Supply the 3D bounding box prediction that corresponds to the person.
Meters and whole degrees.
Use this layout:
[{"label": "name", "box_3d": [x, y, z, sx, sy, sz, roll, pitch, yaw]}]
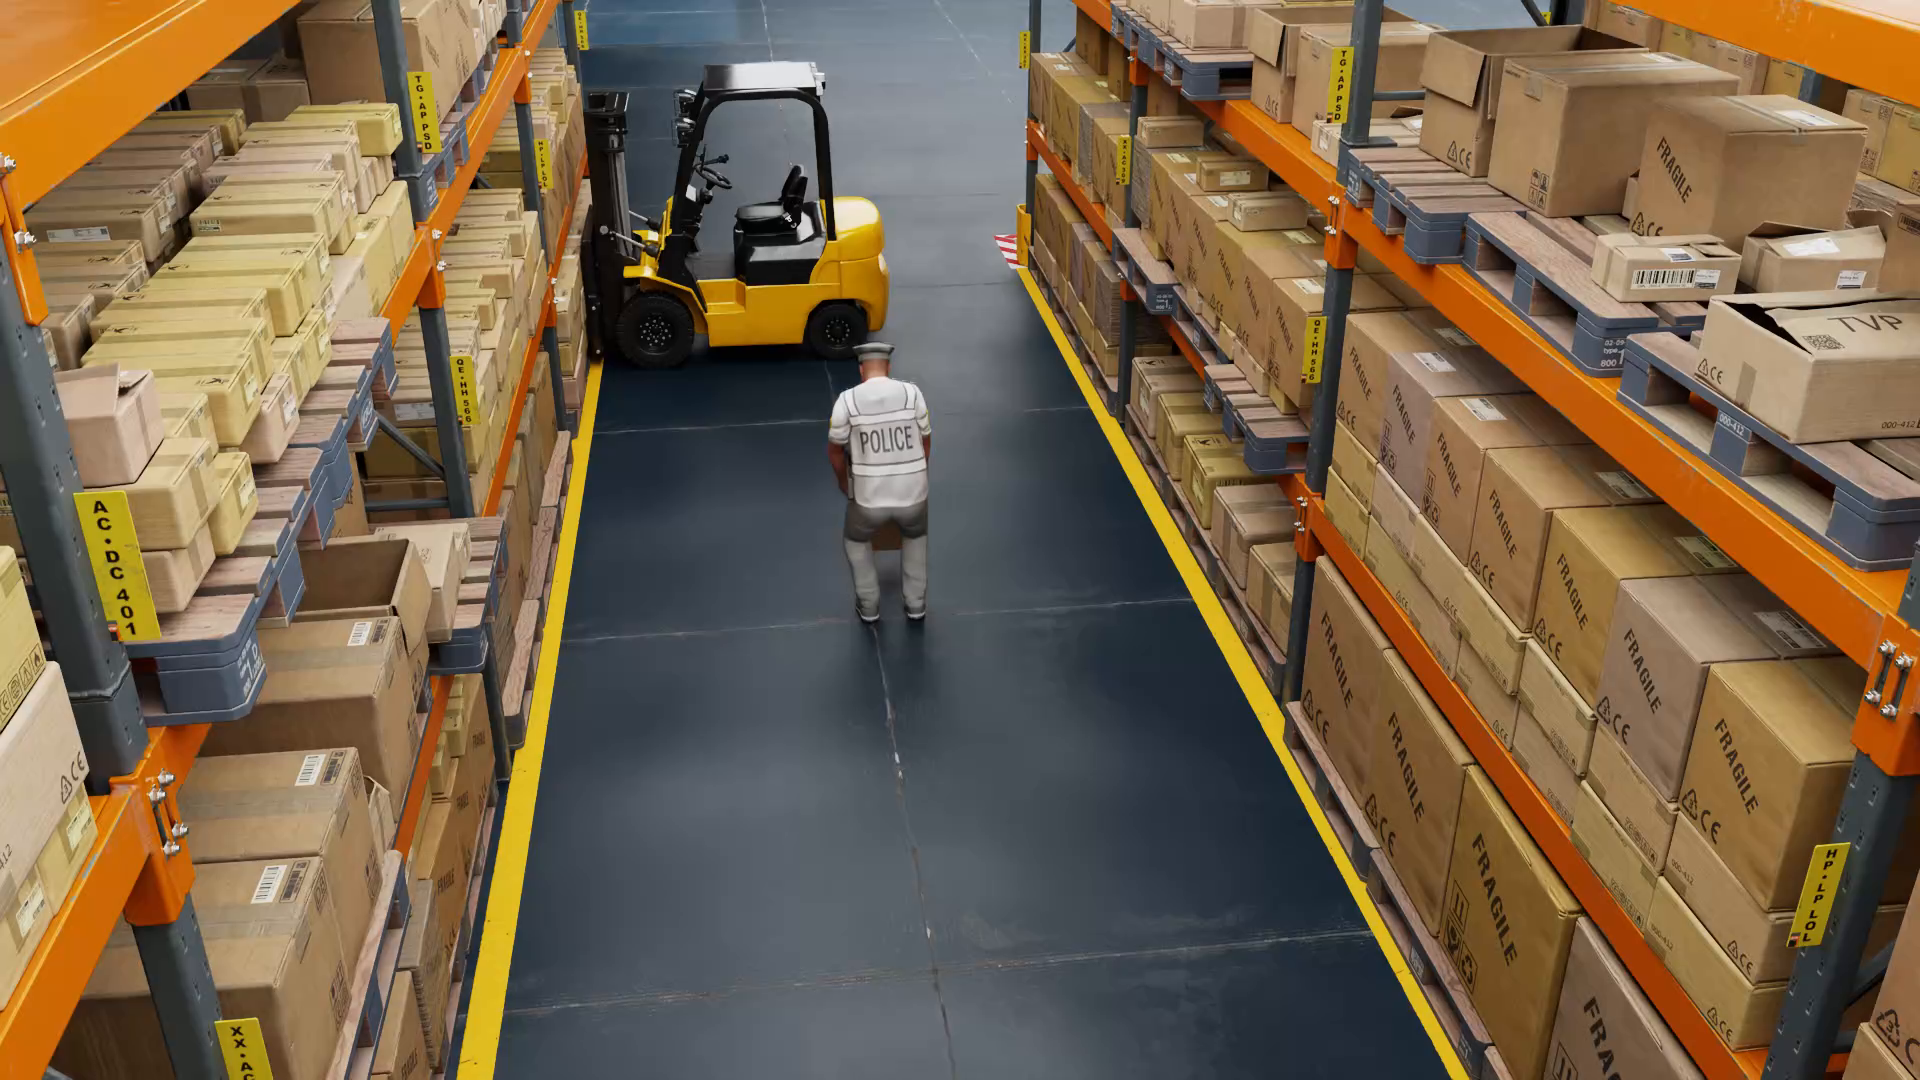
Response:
[{"label": "person", "box_3d": [-0.447, -0.307, 9.402, 0.581, 1.594, 0.658, -3, 27, -6]}]
